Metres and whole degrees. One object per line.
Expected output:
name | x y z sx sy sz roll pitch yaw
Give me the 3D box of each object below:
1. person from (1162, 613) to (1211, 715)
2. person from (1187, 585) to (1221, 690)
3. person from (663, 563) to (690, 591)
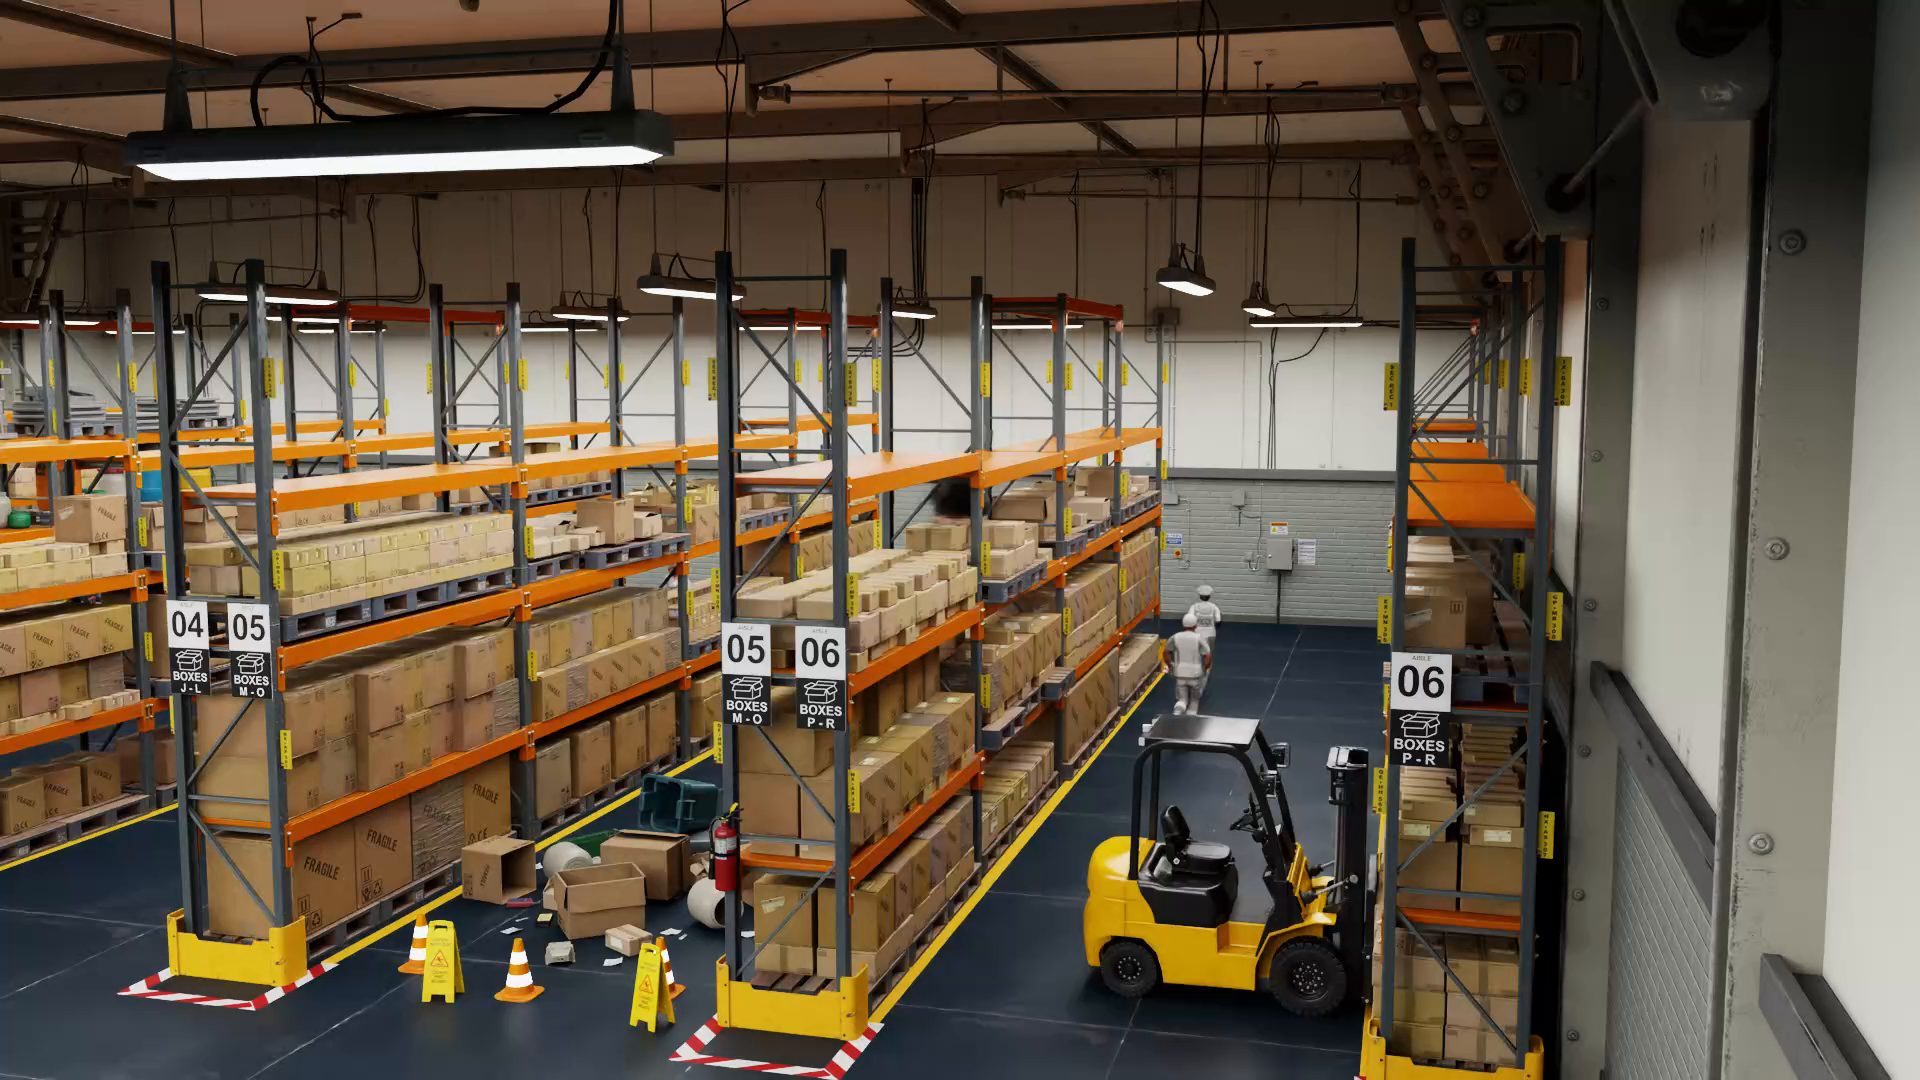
person | 3.124 1.883 22.904 0.682 1.749 0.687 2 6 18
person | 3.870 1.538 26.481 0.558 1.657 0.588 1 6 14
person | -5.118 1.208 30.033 0.610 1.553 0.807 -1 6 -8
